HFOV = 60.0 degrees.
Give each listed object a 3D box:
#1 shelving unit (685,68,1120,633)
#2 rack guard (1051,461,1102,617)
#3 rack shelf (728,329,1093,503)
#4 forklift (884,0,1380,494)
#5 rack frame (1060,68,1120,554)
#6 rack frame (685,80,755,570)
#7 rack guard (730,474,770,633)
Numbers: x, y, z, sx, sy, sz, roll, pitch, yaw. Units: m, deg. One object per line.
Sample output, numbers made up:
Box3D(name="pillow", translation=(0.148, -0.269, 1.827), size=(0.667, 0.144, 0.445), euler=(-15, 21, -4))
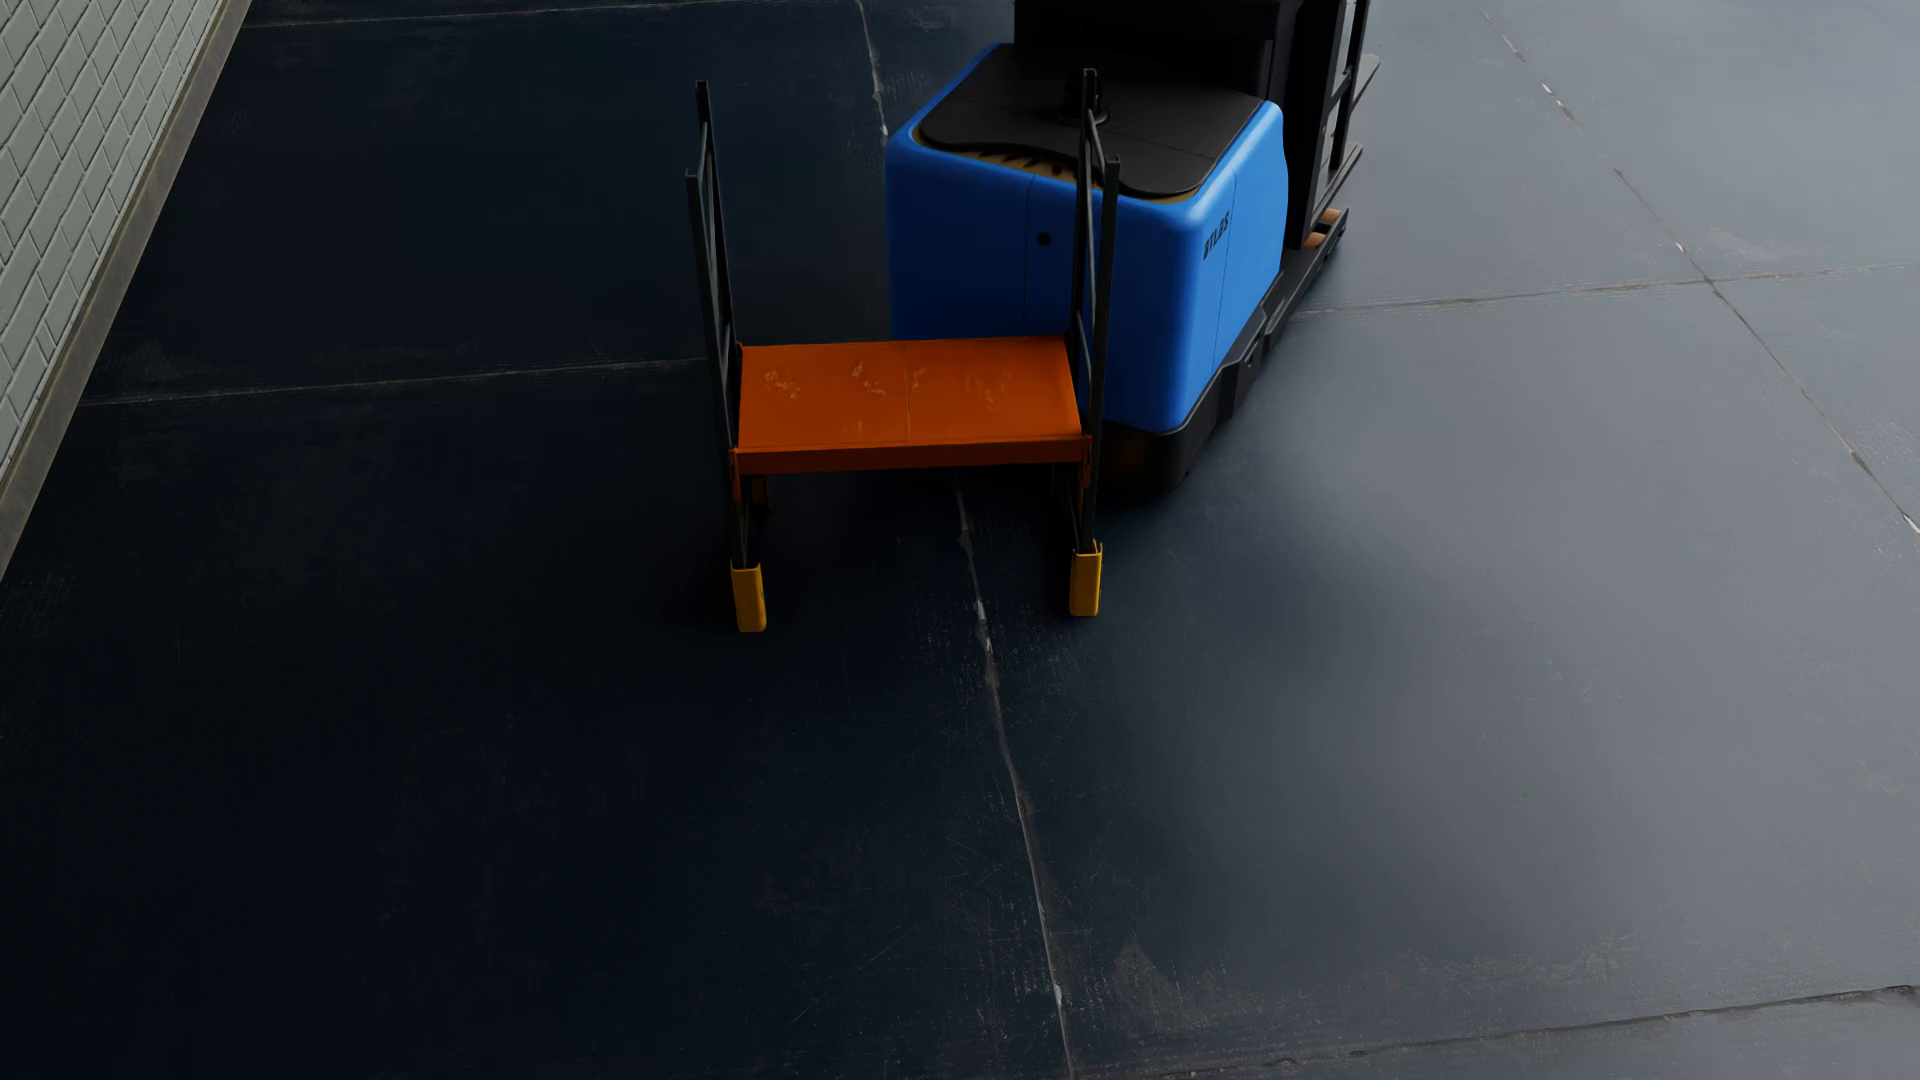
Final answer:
Box3D(name="shelving unit", translation=(-0.141, -0.500, 4.685), size=(1.083, 1.500, 0.587), euler=(-2, 42, -3))
Box3D(name="rack guard", translation=(0.356, -0.058, 5.127), size=(0.087, 0.250, 0.587), euler=(-2, 42, -3))
Box3D(name="rack shelf", translation=(-0.151, -0.366, 4.805), size=(1.000, 0.185, 0.538), euler=(-2, 42, -3))
Box3D(name="forklift", translation=(0.859, -2.221, 5.524), size=(1.130, 2.935, 3.031), euler=(18, 45, 19))
Box3D(name="rack frame", translation=(0.357, -0.522, 4.709), size=(0.032, 1.500, 0.500), euler=(-2, 42, -3))
Box3D(name="rack frame", translation=(-0.658, -0.477, 4.660), size=(0.032, 1.500, 0.500), euler=(-2, 42, -3))
Box3D(name="rack guard", translation=(-0.638, -0.014, 5.079), size=(0.087, 0.250, 0.587), euler=(-2, 42, -3))
